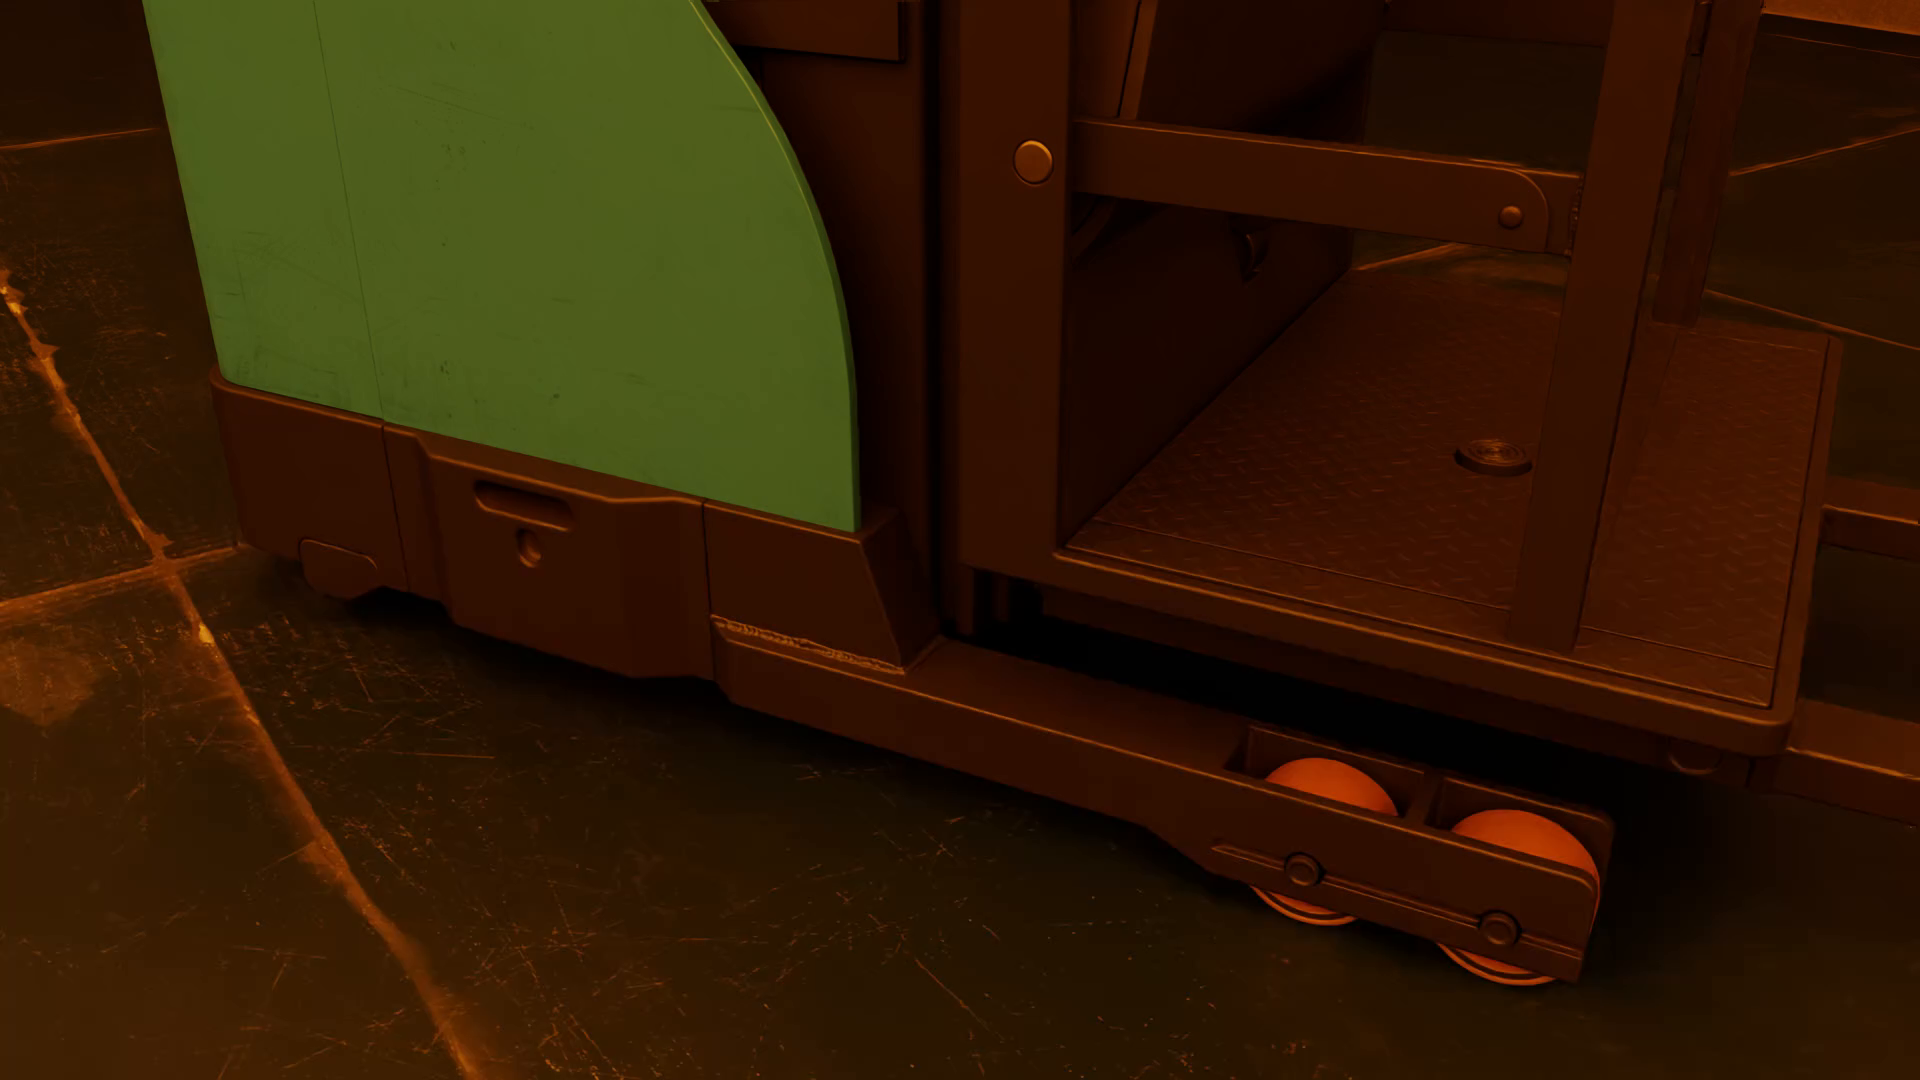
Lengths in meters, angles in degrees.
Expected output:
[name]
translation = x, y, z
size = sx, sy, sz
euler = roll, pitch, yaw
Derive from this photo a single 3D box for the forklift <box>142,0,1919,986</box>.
[forklift]
translation = 0.523, -1.147, 1.519
size = 3.031, 2.935, 1.130
euler = 13, 29, 24
